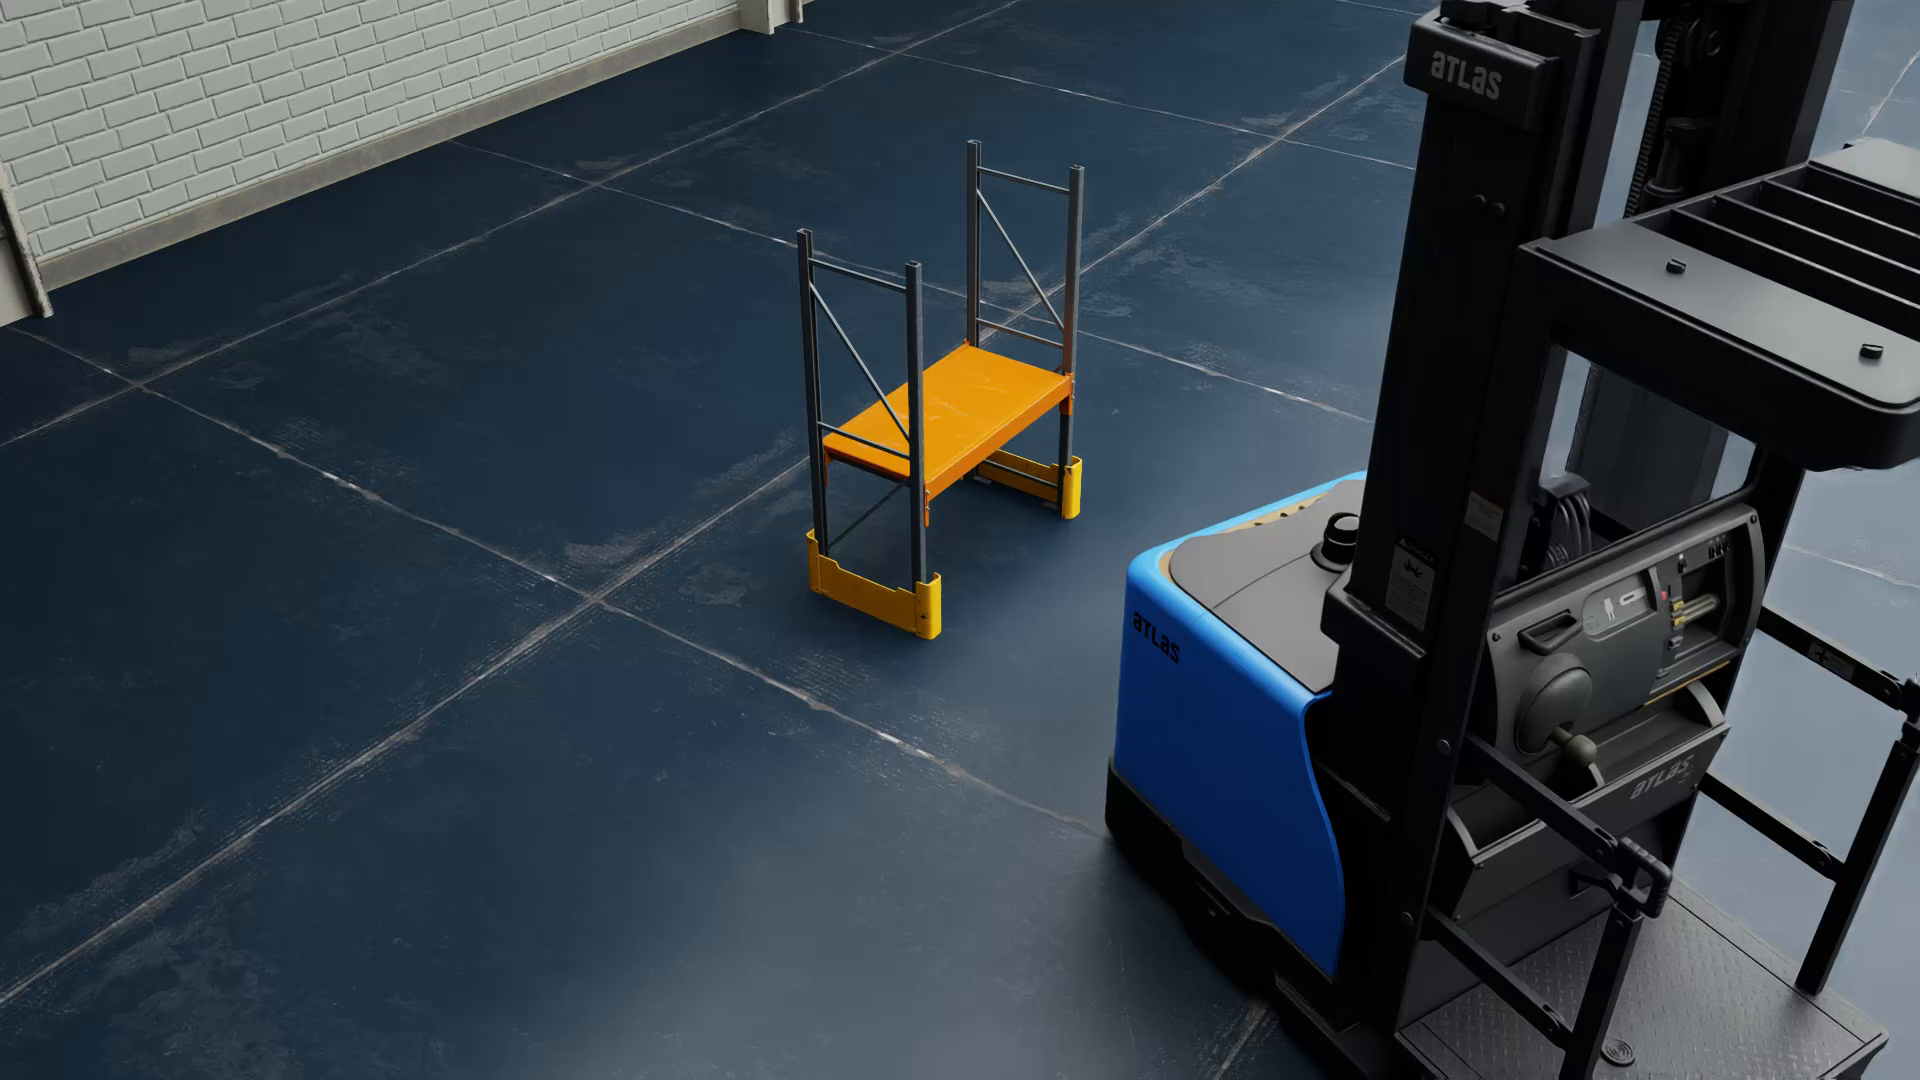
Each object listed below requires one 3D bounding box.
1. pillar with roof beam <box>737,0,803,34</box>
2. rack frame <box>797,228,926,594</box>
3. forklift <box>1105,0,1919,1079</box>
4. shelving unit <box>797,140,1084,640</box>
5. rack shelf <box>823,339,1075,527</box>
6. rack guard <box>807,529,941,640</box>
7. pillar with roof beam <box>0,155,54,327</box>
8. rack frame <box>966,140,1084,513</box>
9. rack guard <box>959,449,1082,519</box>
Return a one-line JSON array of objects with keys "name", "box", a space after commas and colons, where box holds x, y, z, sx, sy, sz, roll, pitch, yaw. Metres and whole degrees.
[{"name": "pillar with roof beam", "box": [2.119, -6.220, 7.914, 9.100, 9.000, 0.400, 21, 39, 28]}, {"name": "rack frame", "box": [-0.339, -0.348, 5.926, 0.500, 1.500, 0.032, 21, 39, 28]}, {"name": "forklift", "box": [1.670, 0.280, 3.719, 1.130, 2.935, 3.031, -19, 39, -26]}, {"name": "shelving unit", "box": [-0.043, -0.586, 6.278, 0.587, 1.500, 1.083, 21, 39, 28]}, {"name": "rack shelf", "box": [-0.049, -0.433, 6.373, 0.538, 0.185, 1.000, 21, 39, 28]}, {"name": "rack guard", "box": [-0.327, 0.161, 6.289, 0.587, 0.250, 0.087, 21, 39, 28]}, {"name": "pillar with roof beam", "box": [-1.302, -3.459, 3.831, 9.100, 9.000, 0.400, 21, 39, 28]}, {"name": "rack frame", "box": [0.241, -0.816, 6.618, 0.500, 1.500, 0.032, 21, 39, 28]}, {"name": "rack guard", "box": [0.240, -0.298, 6.967, 0.587, 0.250, 0.087, 21, 39, 28]}]
